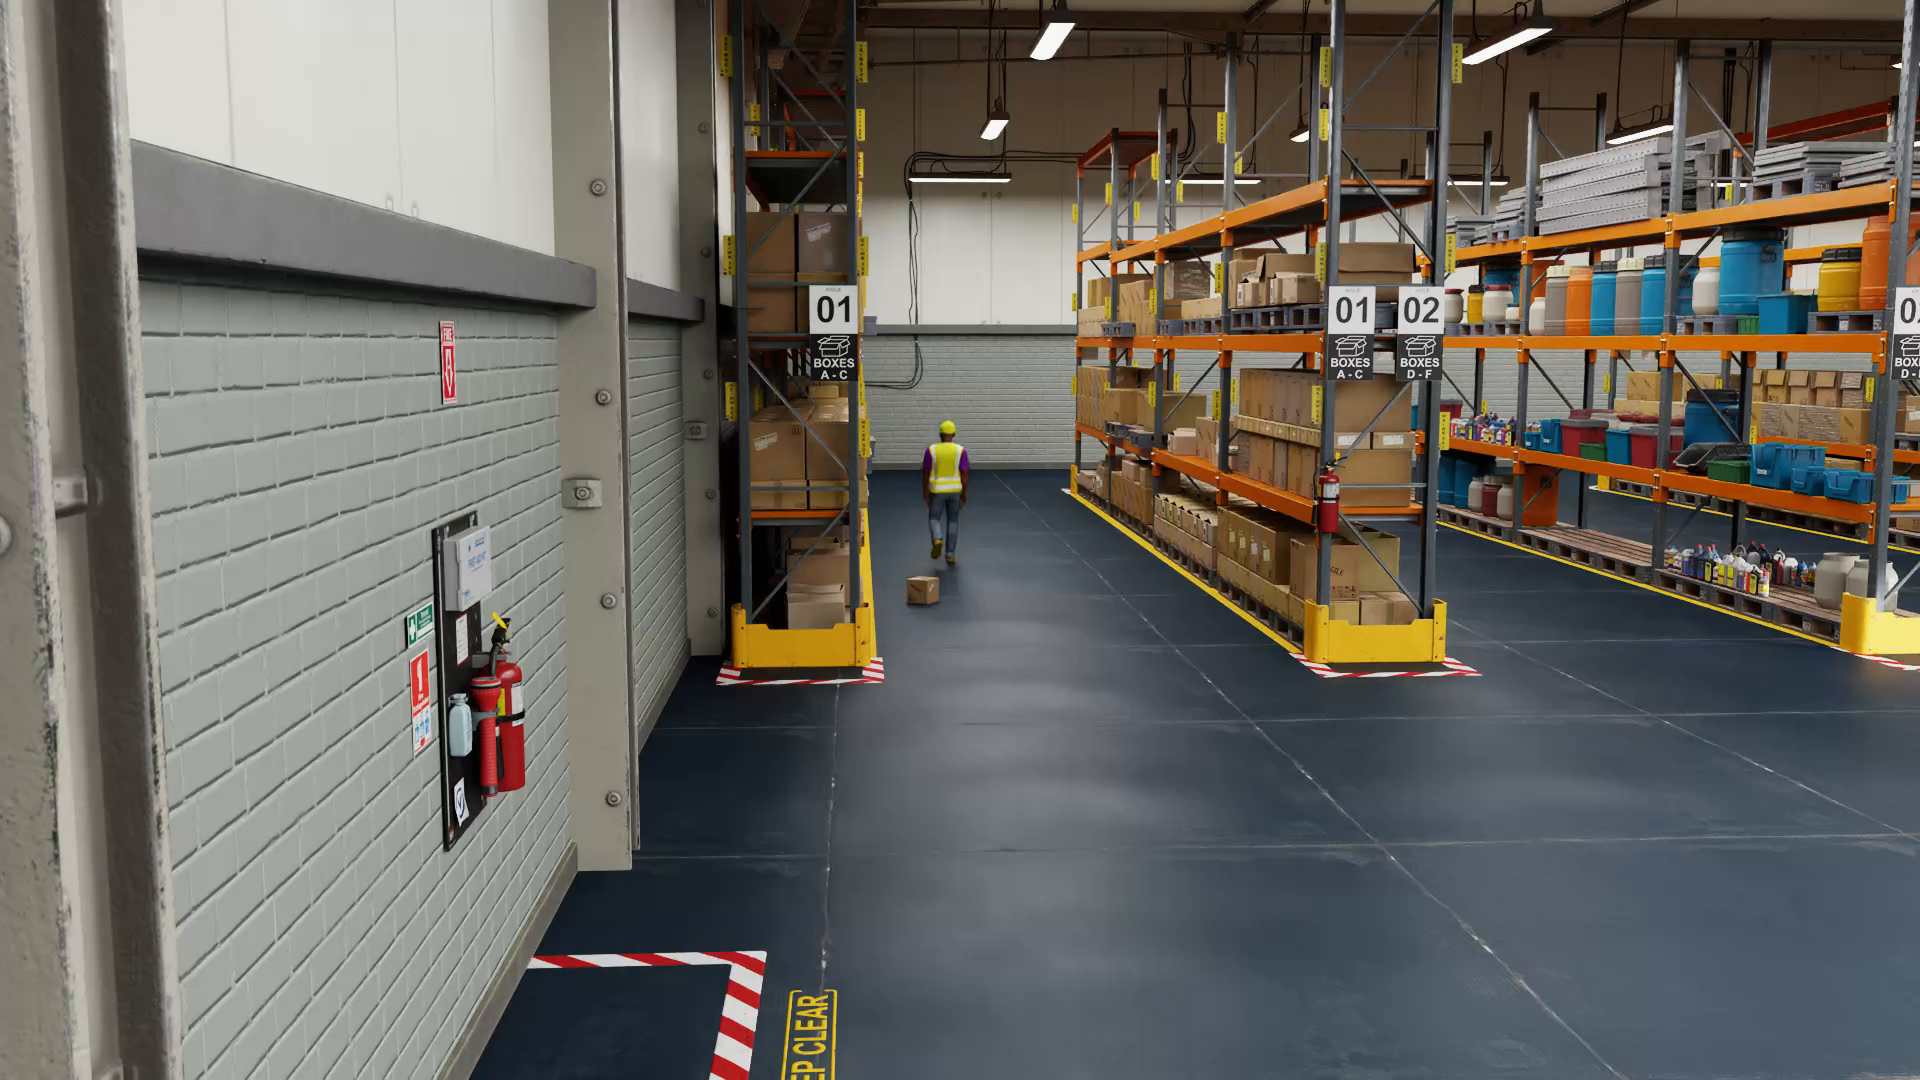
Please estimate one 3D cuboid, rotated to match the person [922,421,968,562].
[{"bbox_3d":[-0.182,-0.591,20.474,0.567,1.753,0.678,0,7,-3],"label":"person"}]
